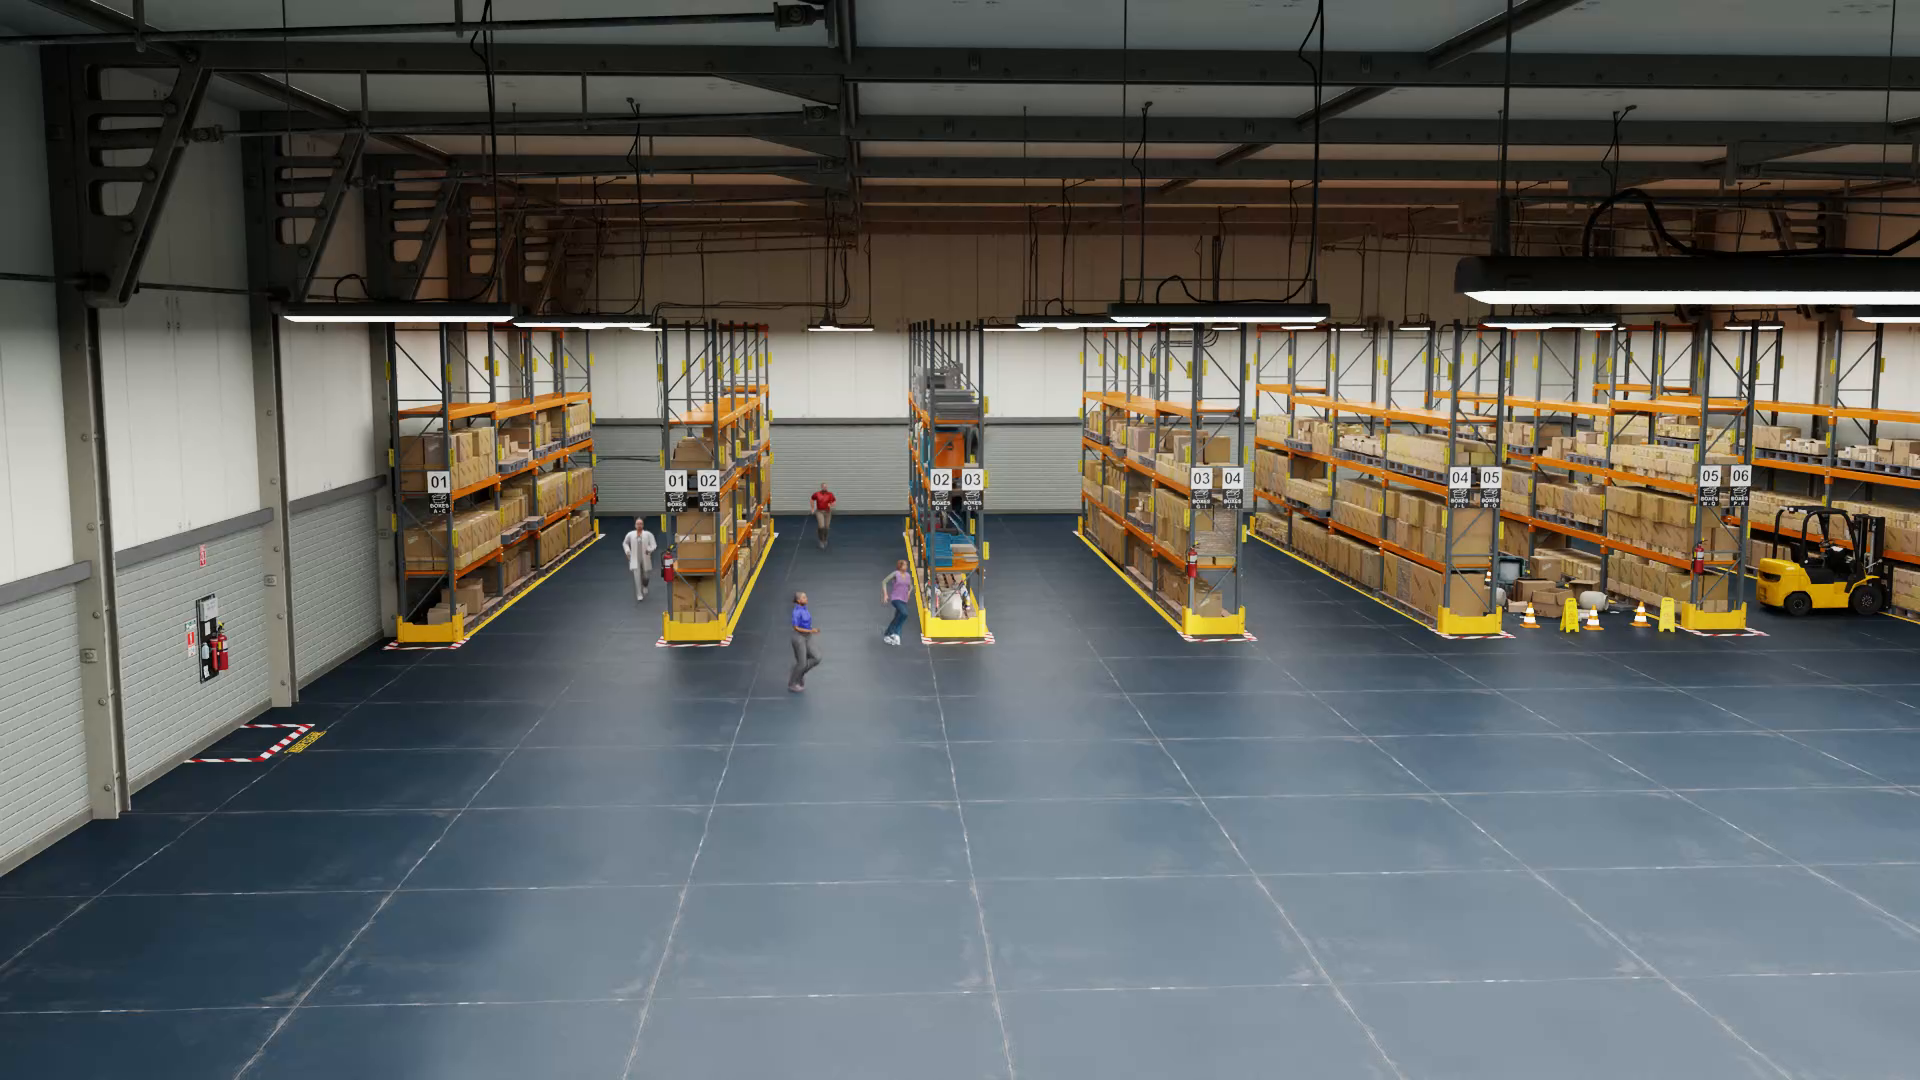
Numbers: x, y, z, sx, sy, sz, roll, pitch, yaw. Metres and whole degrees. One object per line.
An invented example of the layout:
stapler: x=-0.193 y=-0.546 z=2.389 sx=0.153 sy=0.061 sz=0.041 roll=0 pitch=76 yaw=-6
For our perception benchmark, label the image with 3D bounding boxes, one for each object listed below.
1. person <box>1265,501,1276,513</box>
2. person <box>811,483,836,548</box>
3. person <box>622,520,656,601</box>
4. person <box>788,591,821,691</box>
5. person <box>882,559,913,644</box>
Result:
person: x=9.253 y=-1.198 z=49.286 sx=0.582 sy=1.735 sz=0.775 roll=5 pitch=9 yaw=34
person: x=-3.663 y=-0.650 z=44.810 sx=0.626 sy=1.792 sz=0.840 roll=-2 pitch=7 yaw=-17
person: x=-6.934 y=0.421 z=35.983 sx=0.715 sy=1.735 sz=0.826 roll=-1 pitch=7 yaw=-11
person: x=-2.494 y=1.621 z=26.735 sx=0.587 sy=1.619 sz=0.558 roll=2 pitch=7 yaw=18
person: x=-1.107 y=1.177 z=30.842 sx=0.530 sy=1.447 sz=0.622 roll=-6 pitch=9 yaw=-40
